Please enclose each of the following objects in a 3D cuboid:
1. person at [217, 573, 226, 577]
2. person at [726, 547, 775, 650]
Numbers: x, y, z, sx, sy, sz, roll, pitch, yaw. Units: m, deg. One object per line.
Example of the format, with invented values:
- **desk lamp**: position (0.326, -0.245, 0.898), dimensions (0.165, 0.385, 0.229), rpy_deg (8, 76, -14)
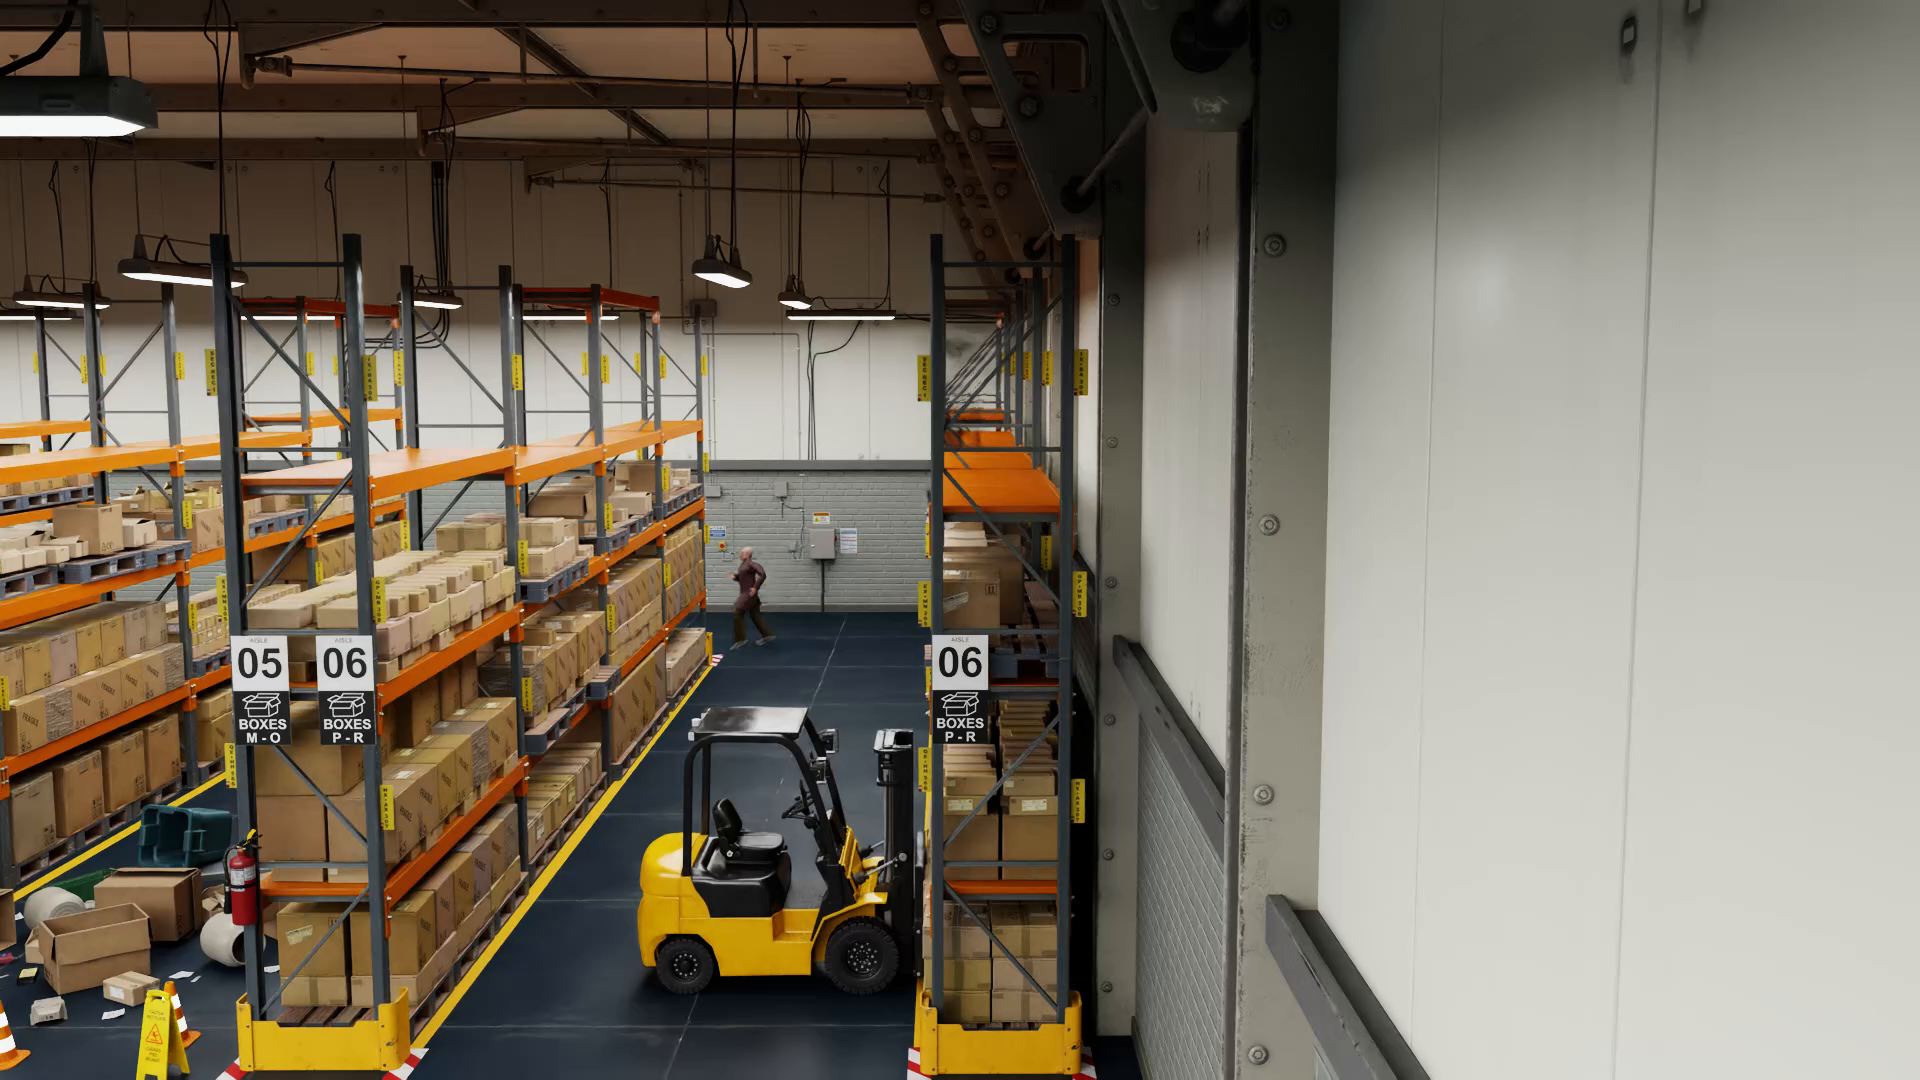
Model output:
- **person**: position (-11.496, 1.397, 26.168), dimensions (0.730, 1.767, 0.929), rpy_deg (1, 6, 13)
- **person**: position (-3.712, 1.041, 29.487), dimensions (0.861, 1.855, 0.668), rpy_deg (-1, 6, -9)
